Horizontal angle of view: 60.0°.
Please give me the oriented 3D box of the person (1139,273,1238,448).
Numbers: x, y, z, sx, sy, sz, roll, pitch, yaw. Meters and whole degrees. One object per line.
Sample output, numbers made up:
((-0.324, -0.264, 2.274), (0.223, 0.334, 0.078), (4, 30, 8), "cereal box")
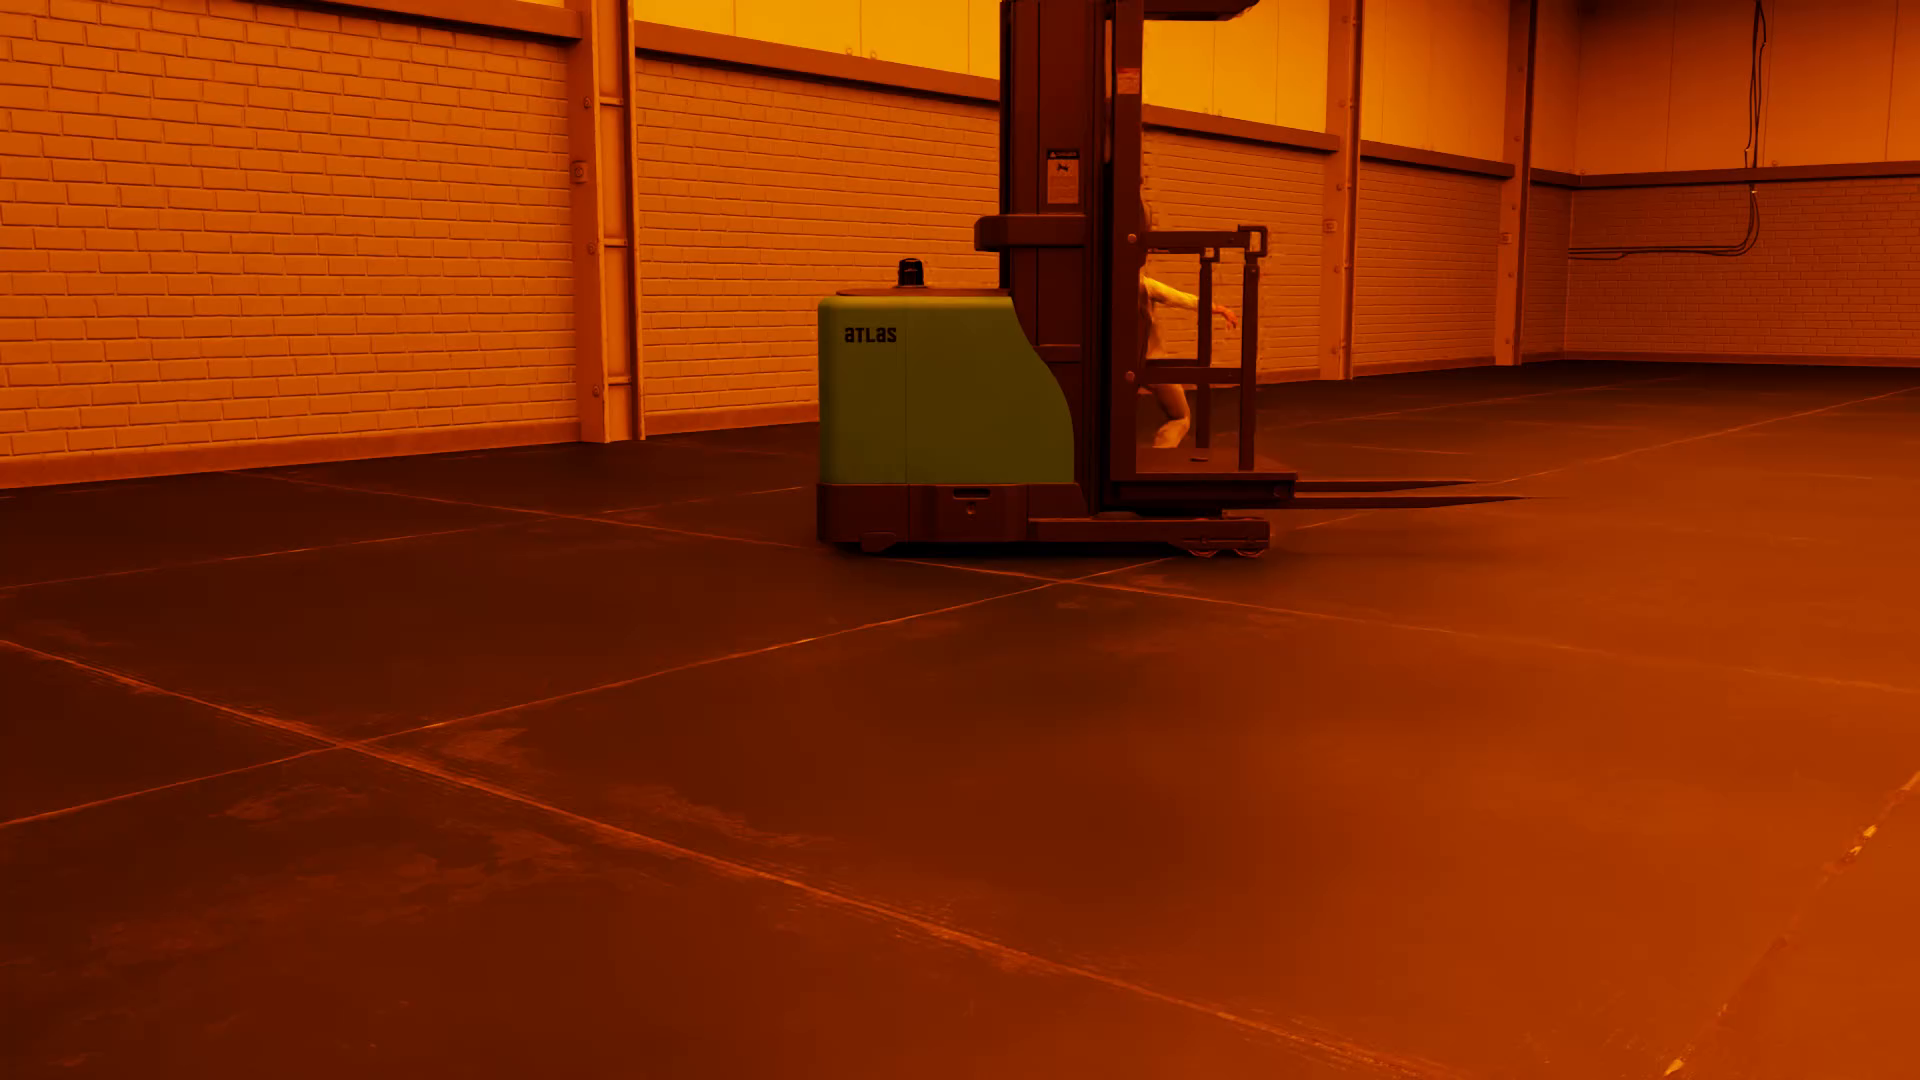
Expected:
((0.997, -0.886, 8.603), (0.895, 1.348, 0.676), (0, 8, 2), "person")

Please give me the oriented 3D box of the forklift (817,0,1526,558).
((0.902, -1.453, 7.210), (3.031, 2.935, 1.130), (0, 8, -2), "forklift")
